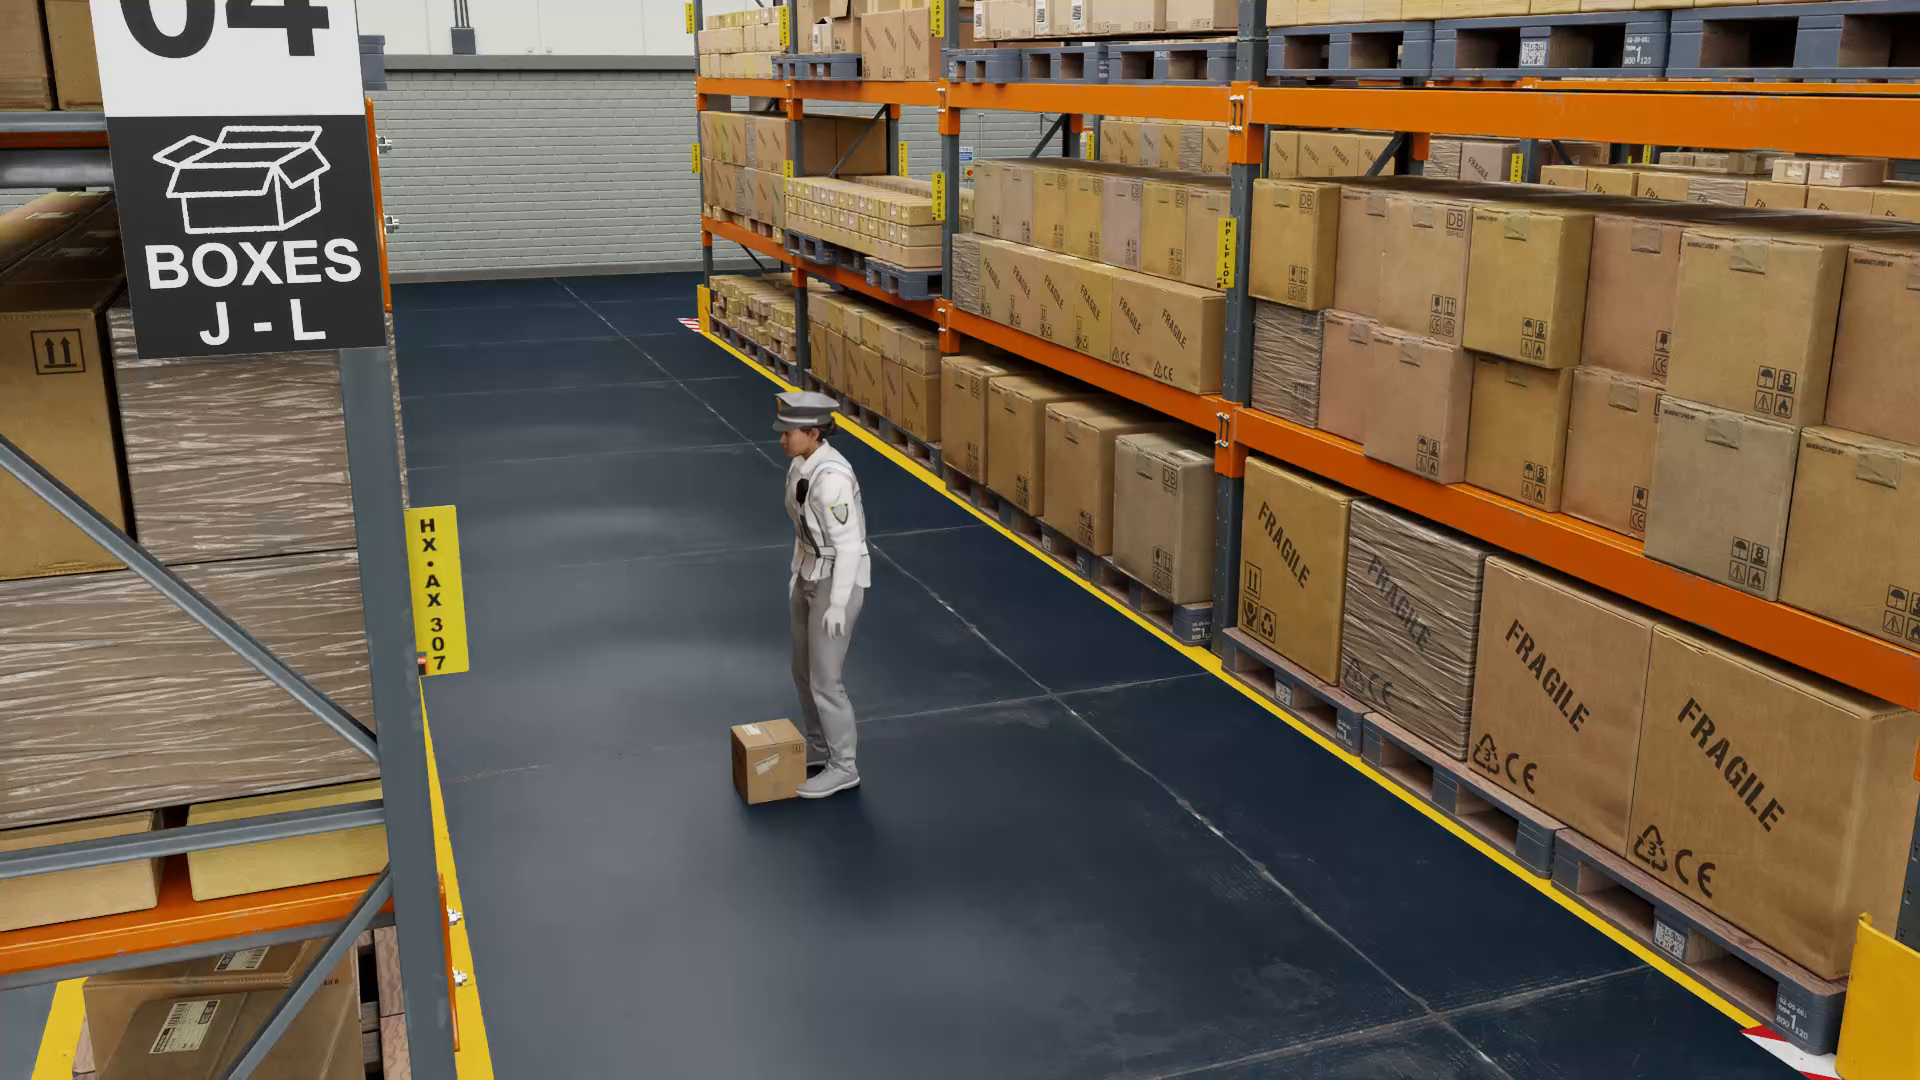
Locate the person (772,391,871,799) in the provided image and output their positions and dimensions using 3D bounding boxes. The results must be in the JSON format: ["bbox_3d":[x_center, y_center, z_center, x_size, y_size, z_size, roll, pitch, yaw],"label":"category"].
[{"bbox_3d":[-0.567,0.210,6.778,0.375,1.662,0.532,-7,17,-23],"label":"person"}]
